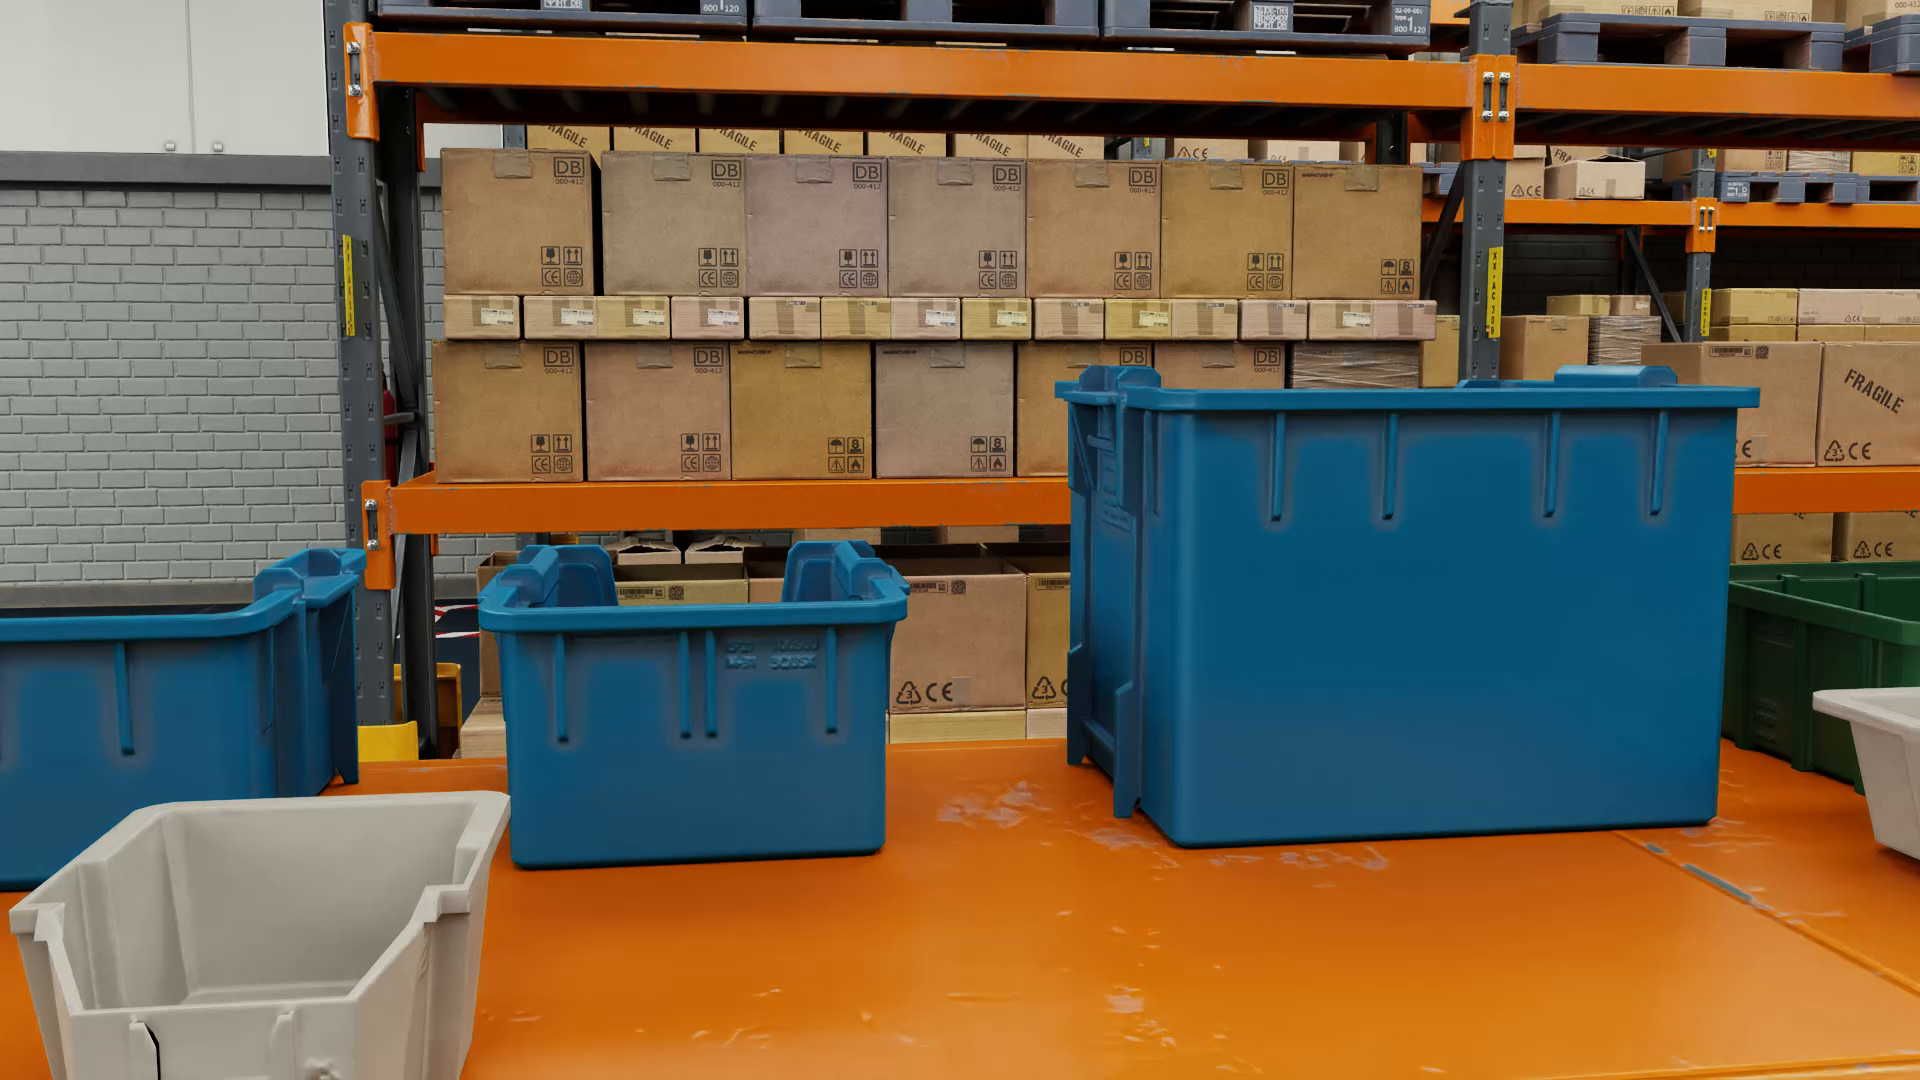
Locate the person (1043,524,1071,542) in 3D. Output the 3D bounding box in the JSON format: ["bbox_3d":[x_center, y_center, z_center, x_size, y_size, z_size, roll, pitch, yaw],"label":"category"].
[{"bbox_3d":[0.603,-0.038,8.120,0.428,1.773,0.641,-1,6,-8],"label":"person"}]
